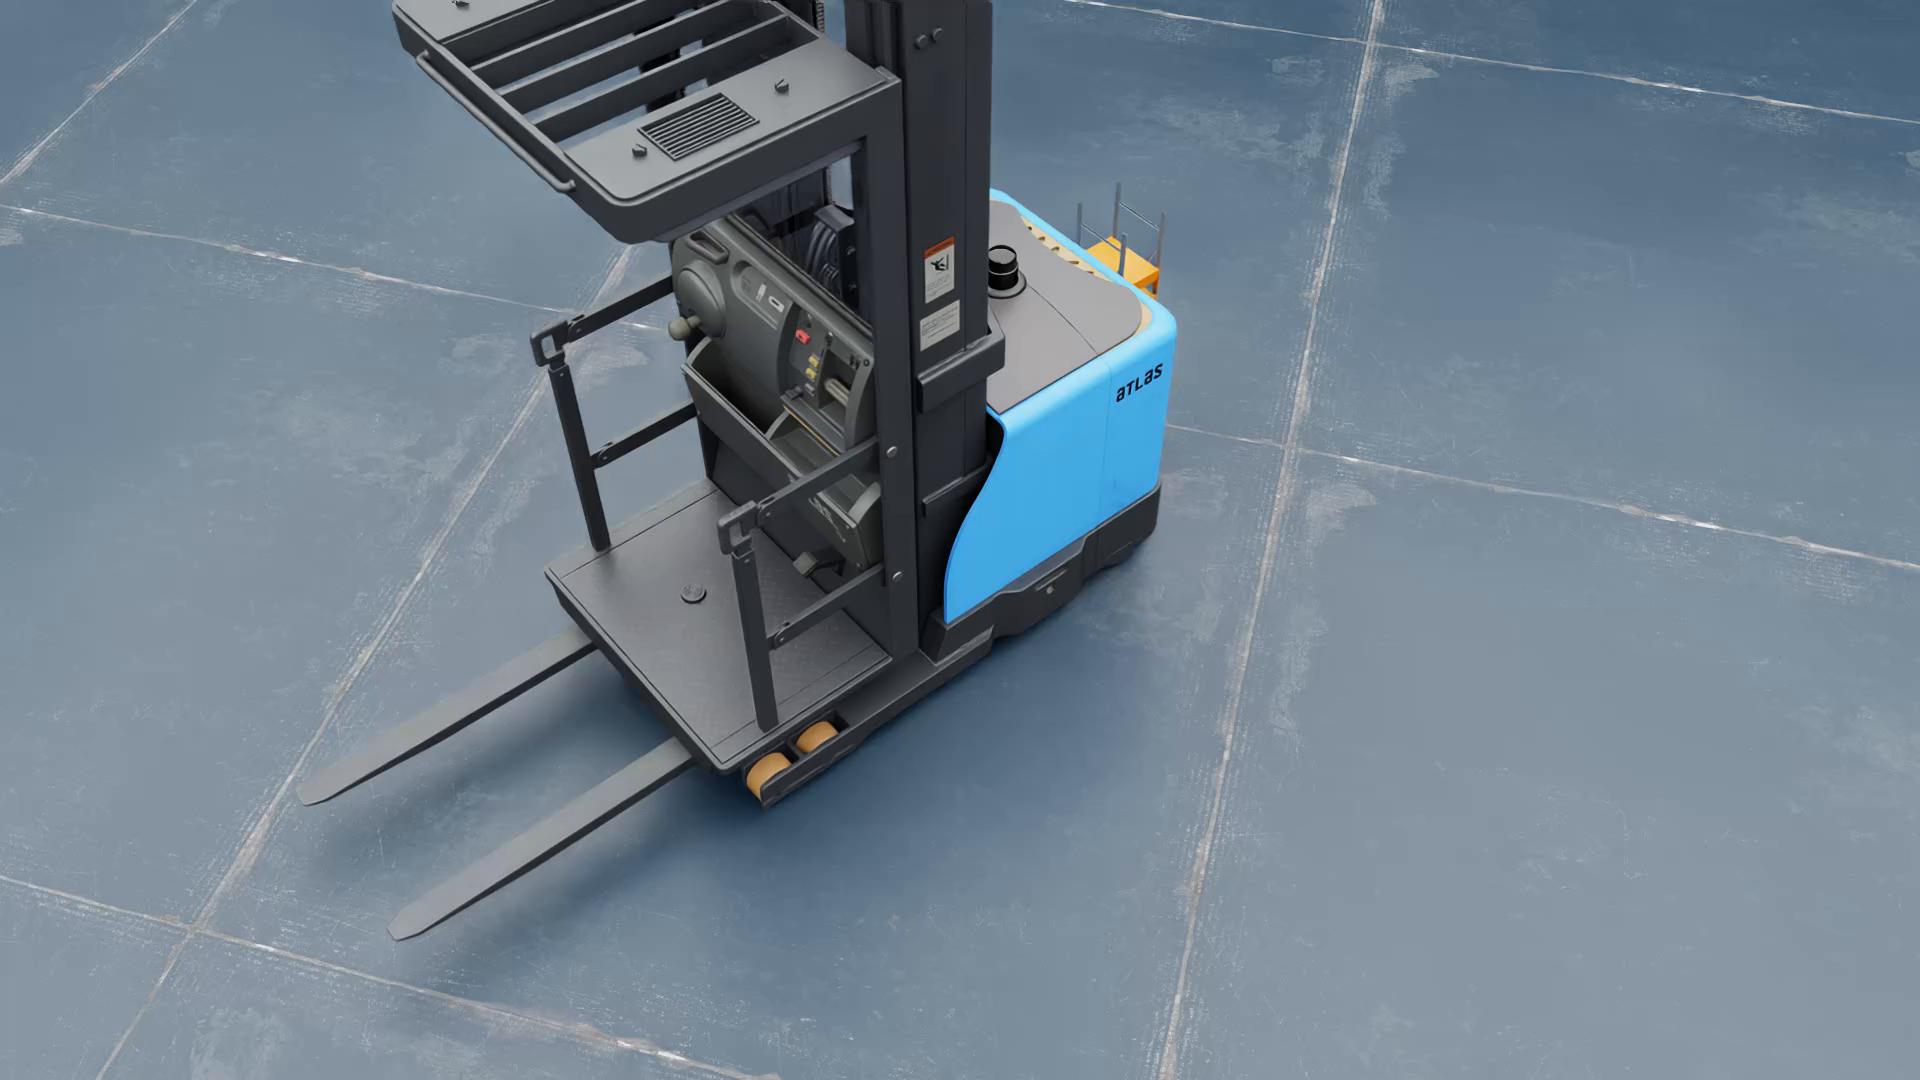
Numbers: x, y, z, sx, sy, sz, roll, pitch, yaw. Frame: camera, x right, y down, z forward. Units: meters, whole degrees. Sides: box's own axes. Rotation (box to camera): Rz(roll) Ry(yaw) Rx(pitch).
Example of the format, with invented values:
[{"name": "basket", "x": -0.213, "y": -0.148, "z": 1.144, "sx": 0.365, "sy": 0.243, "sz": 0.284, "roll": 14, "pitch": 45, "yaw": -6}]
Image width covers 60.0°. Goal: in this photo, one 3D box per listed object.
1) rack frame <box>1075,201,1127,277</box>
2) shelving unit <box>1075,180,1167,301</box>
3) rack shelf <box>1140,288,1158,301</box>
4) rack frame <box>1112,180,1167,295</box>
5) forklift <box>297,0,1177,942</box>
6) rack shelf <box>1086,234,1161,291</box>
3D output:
[{"name": "rack frame", "x": 0.480, "y": -0.689, "z": 6.058, "sx": 0.006, "sy": 1.200, "sz": 0.240, "roll": -32, "pitch": 56, "yaw": -25}, {"name": "shelving unit", "x": 0.550, "y": -0.733, "z": 6.097, "sx": 0.189, "sy": 1.200, "sz": 0.258, "roll": -32, "pitch": 56, "yaw": -25}, {"name": "rack shelf", "x": 0.550, "y": -0.863, "z": 5.950, "sx": 0.180, "sy": 0.103, "sz": 0.258, "roll": -32, "pitch": 56, "yaw": -25}, {"name": "rack frame", "x": 0.620, "y": -0.777, "z": 6.136, "sx": 0.006, "sy": 1.200, "sz": 0.240, "roll": -32, "pitch": 56, "yaw": -25}, {"name": "forklift", "x": -0.720, "y": -0.557, "z": 4.787, "sx": 3.031, "sy": 2.935, "sz": 1.130, "roll": -32, "pitch": 56, "yaw": -25}, {"name": "rack shelf", "x": 0.550, "y": -0.942, "z": 5.860, "sx": 0.180, "sy": 0.103, "sz": 0.258, "roll": -32, "pitch": 56, "yaw": -25}]
